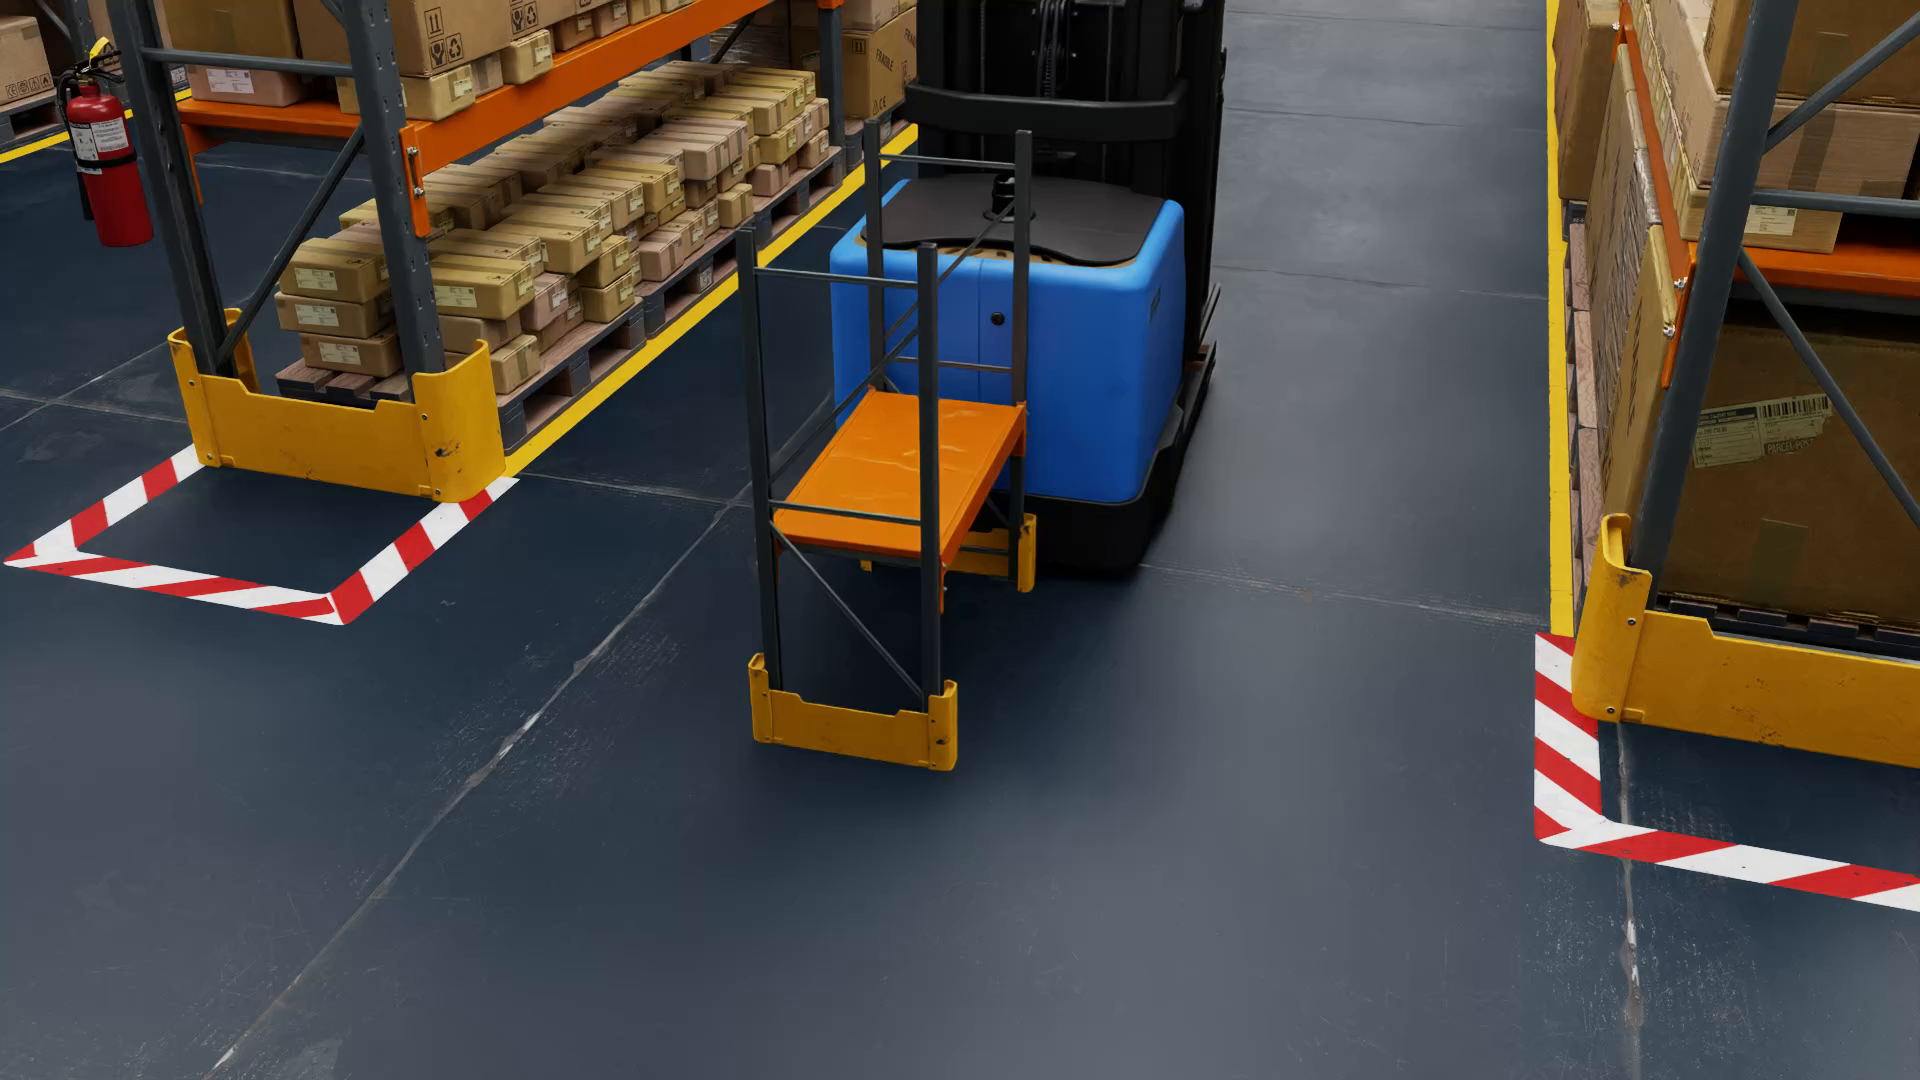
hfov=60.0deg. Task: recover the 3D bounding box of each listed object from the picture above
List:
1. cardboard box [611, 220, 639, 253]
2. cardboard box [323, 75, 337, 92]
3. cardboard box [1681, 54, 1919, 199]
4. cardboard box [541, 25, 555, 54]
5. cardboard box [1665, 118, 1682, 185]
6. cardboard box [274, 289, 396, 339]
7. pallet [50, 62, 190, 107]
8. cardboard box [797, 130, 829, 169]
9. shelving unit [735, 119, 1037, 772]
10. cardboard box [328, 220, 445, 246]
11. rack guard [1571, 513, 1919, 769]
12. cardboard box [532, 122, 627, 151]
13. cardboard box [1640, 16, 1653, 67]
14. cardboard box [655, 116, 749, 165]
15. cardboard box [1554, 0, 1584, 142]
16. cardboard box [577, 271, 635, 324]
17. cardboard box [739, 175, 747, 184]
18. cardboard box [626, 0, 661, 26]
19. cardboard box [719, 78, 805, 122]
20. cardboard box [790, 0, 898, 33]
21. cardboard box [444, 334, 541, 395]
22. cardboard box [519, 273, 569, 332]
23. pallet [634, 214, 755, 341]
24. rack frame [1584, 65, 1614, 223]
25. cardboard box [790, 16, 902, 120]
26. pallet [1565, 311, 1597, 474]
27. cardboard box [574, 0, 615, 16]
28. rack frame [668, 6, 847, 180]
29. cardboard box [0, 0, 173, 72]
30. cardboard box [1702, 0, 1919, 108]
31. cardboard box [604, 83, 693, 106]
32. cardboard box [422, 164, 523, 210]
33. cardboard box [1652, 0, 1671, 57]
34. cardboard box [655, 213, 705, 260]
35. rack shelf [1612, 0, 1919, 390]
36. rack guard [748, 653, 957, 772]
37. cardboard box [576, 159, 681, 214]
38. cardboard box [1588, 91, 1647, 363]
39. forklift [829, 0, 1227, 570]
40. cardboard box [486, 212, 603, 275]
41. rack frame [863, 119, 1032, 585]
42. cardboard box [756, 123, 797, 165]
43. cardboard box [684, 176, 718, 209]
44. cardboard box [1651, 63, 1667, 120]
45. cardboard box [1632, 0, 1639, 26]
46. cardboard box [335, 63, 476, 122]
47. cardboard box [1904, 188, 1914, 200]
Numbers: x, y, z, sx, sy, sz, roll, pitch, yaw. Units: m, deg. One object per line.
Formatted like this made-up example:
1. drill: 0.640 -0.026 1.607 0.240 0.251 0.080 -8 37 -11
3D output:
1. cardboard box: -1.628 -1.323 7.237 0.380 0.149 0.250 7 30 12
2. cardboard box: -2.380 -1.755 6.077 0.380 0.149 0.250 8 30 15
3. cardboard box: 2.286 -1.135 4.553 0.500 0.250 0.500 8 30 14
4. cardboard box: -1.796 -1.938 6.406 0.380 0.149 0.250 10 31 17
5. cardboard box: 2.337 -1.148 4.987 0.380 0.149 0.250 9 30 15
6. cardboard box: -2.433 -0.916 6.506 0.380 0.149 0.250 8 30 14
7. pallet: -5.748 -3.231 11.342 1.003 0.211 1.213 8 30 15
8. cardboard box: -0.930 -2.128 8.990 0.380 0.149 0.250 9 30 16
9. shelving unit: -0.170 -0.302 4.749 0.587 1.500 1.083 7 30 13
10. cardboard box: -2.273 -1.151 6.622 0.380 0.149 0.250 9 30 16
11. rack guard: 2.390 0.296 4.704 1.175 0.500 0.348 8 30 15
12. cardboard box: -1.813 -1.875 7.923 0.380 0.149 0.250 7 30 13
13. cardboard box: 2.787 -1.864 6.274 0.380 0.149 0.250 9 30 15
14. cardboard box: -1.241 -1.927 8.017 0.380 0.149 0.250 7 30 12
15. cardboard box: 4.002 -2.637 9.159 1.225 0.875 0.875 7 30 13
16. cardboard box: -1.610 -1.051 7.054 0.380 0.149 0.250 9 30 15
17. cardboard box: -1.295 -1.782 8.369 0.380 0.149 0.250 8 30 14
18. cardboard box: -1.497 -2.289 7.037 0.380 0.149 0.250 10 30 17
19. cardboard box: -1.033 -2.292 8.673 0.380 0.149 0.250 9 30 15
20. cardboard box: -0.671 -3.146 9.687 0.500 0.250 0.500 7 30 13
21. cardboard box: -1.855 -0.698 6.419 0.380 0.149 0.250 9 30 16
22. cardboard box: -1.781 -0.956 6.578 0.380 0.149 0.250 8 30 15
23. pallet: -1.660 -1.317 7.900 1.003 0.211 1.213 8 30 15
24. rack frame: 3.571 -2.666 7.458 1.000 3.000 0.127 8 30 15
25. cardboard box: -0.670 -2.818 9.869 0.500 0.500 0.500 10 31 17
26. pallet: 2.917 -0.537 6.498 1.003 0.211 1.213 8 30 15
27. cardboard box: -1.630 -2.383 6.540 0.500 0.500 0.500 9 30 16
28. rack frame: -1.141 -3.421 8.814 1.000 3.000 0.127 8 30 15
29. cardboard box: -5.797 -3.635 10.953 0.875 0.875 0.875 9 30 16
30. cardboard box: 2.289 -1.464 4.372 0.500 0.500 0.500 9 30 15
31. cardboard box: -1.604 -2.244 8.587 0.380 0.149 0.250 8 30 14
32. cardboard box: -2.156 -1.533 7.309 0.380 0.149 0.250 10 31 17
33. cardboard box: 2.733 -1.850 5.838 0.500 0.250 0.500 9 30 15
34. cardboard box: -1.414 -1.419 7.715 0.380 0.149 0.250 9 30 15
35. rack shelf: 2.984 -1.423 5.962 1.077 0.370 4.000 8 30 15
36. rack guard: -0.298 0.479 4.632 0.587 0.250 0.087 7 30 13
37. cardboard box: -1.469 -1.569 7.374 0.380 0.149 0.250 9 30 16
38. cardboard box: 3.037 -1.208 6.589 0.875 0.875 0.875 8 30 15
39. forklift: 0.445 -1.885 6.124 1.130 2.935 3.031 7 30 13
40. cardboard box: -1.674 -1.199 6.708 0.380 0.149 0.250 8 30 15
41. rack frame: -0.038 -0.545 5.186 0.500 1.500 0.032 7 30 13
42. cardboard box: -1.058 -2.043 8.531 0.380 0.149 0.250 7 30 13
43. cardboard box: -1.380 -1.697 7.910 0.380 0.149 0.250 7 30 12
44. cardboard box: 2.561 -1.506 5.630 0.380 0.149 0.250 9 30 15
45. cardboard box: 3.013 -2.222 6.917 0.380 0.149 0.250 9 30 17
46. cardboard box: -1.906 -1.556 5.720 0.380 0.149 0.250 8 30 14
47. cardboard box: 2.966 -1.054 4.818 0.380 0.149 0.250 8 30 14
